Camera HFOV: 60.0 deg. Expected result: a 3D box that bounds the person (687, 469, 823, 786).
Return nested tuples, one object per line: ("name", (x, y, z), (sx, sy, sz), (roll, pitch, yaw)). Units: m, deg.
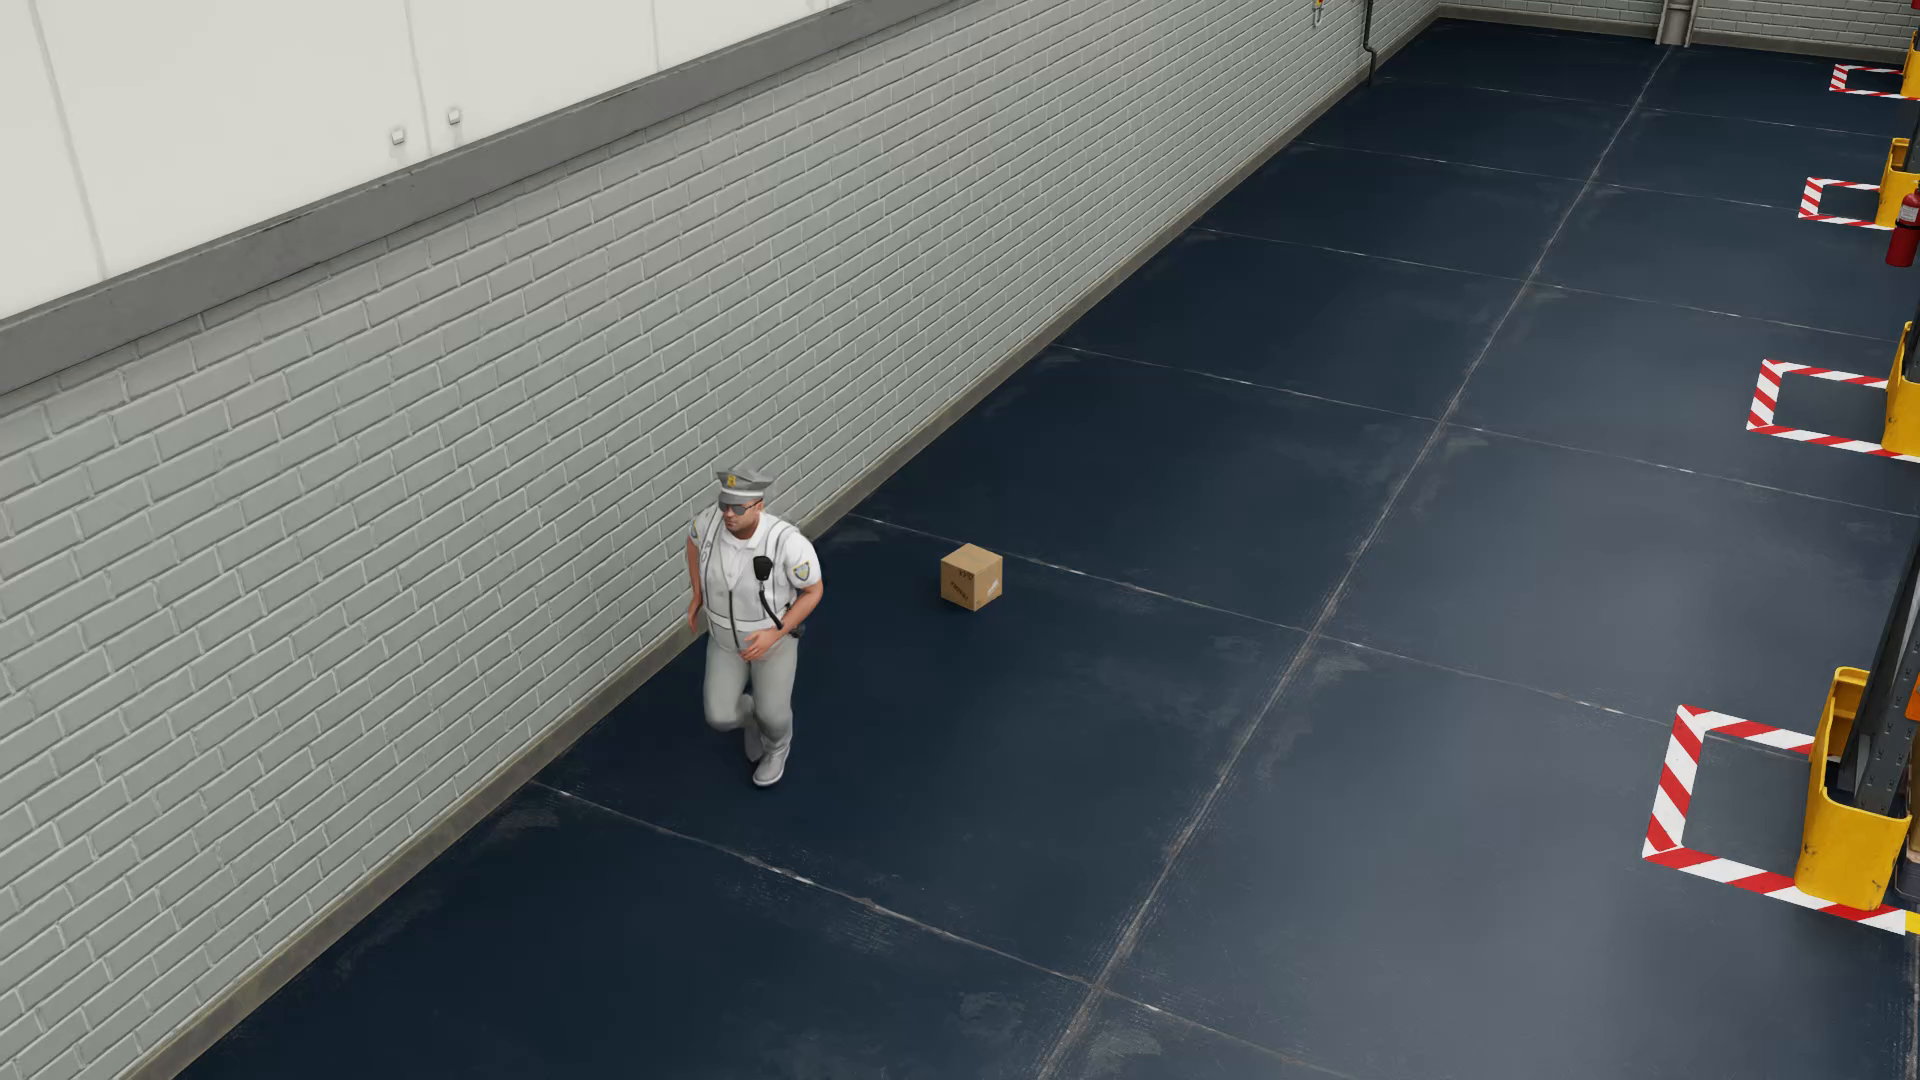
("person", (-0.947, 0.400, 7.593), (0.701, 1.731, 0.529), (9, 31, 15))
